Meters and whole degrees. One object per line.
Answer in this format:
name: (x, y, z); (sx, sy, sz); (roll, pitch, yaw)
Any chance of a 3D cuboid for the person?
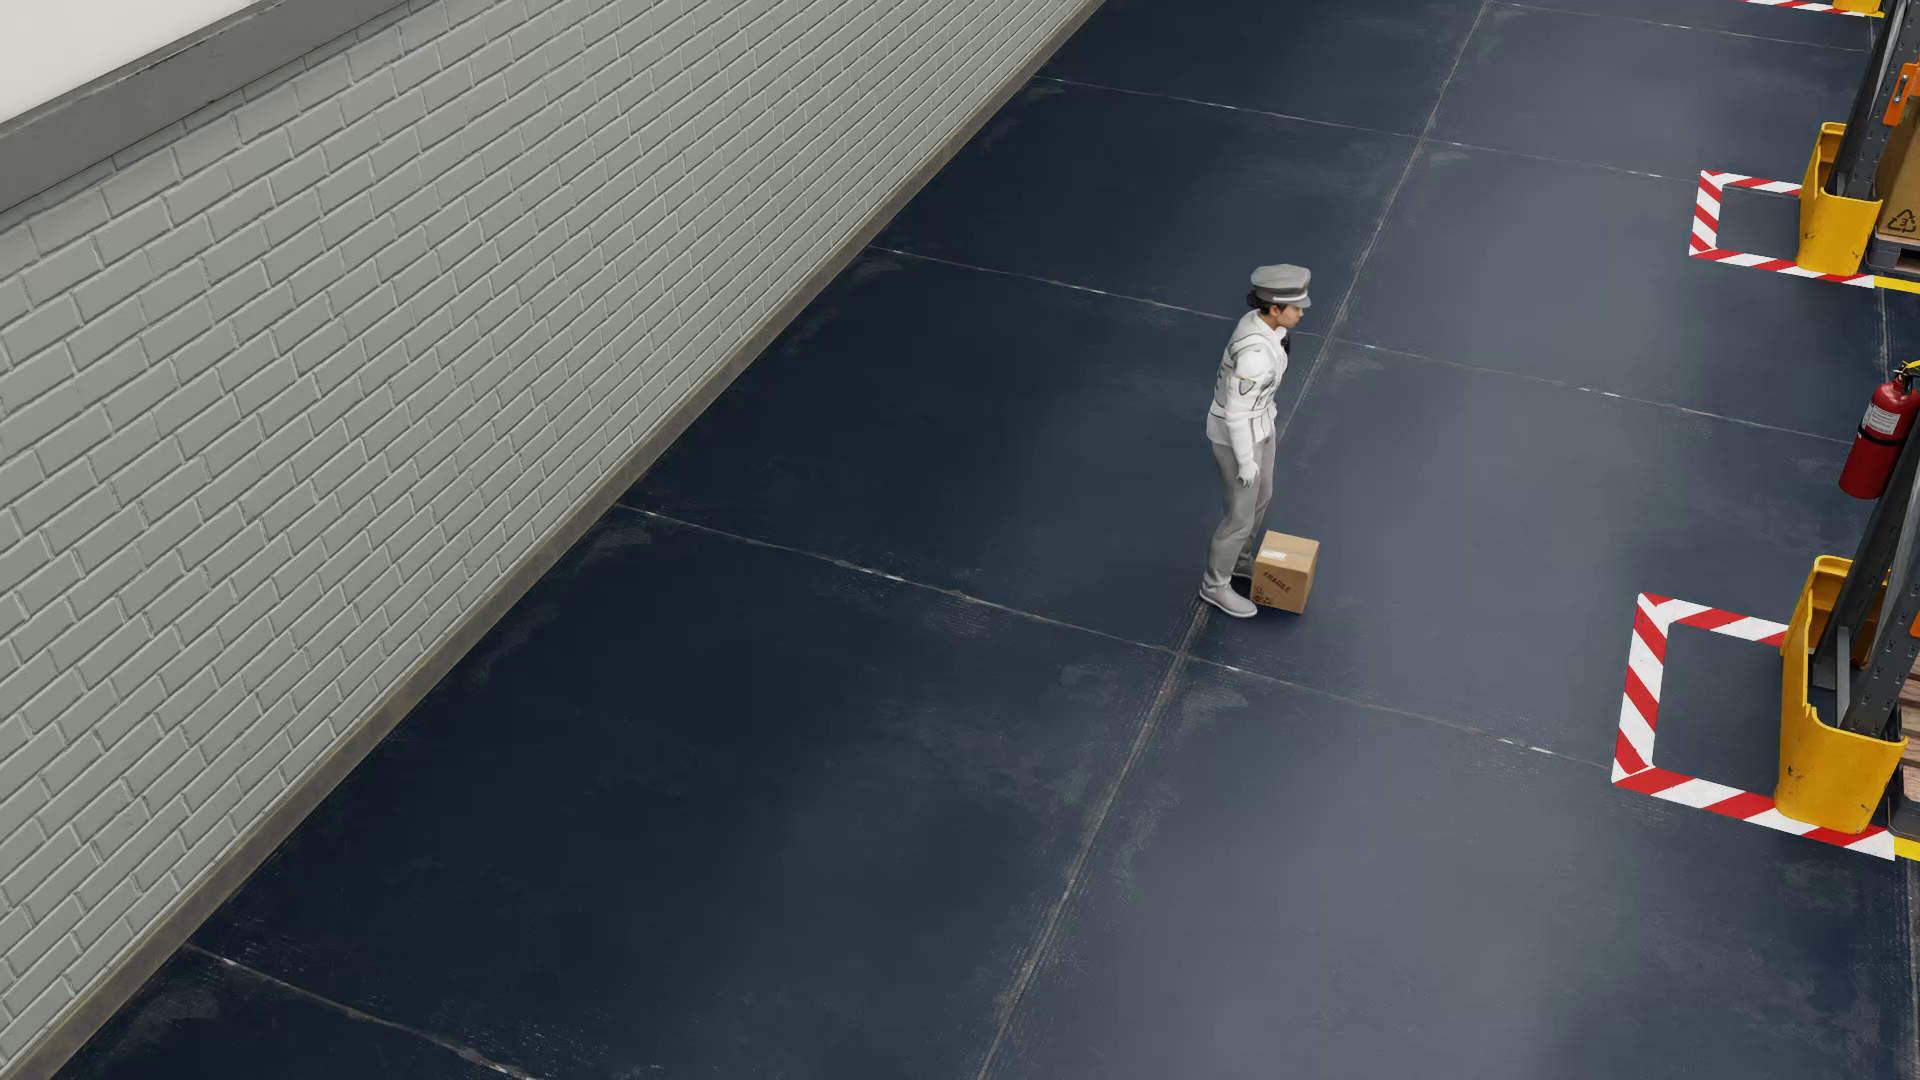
person: (1.307, -0.456, 7.406); (0.413, 1.662, 0.518); (13, 40, 16)
